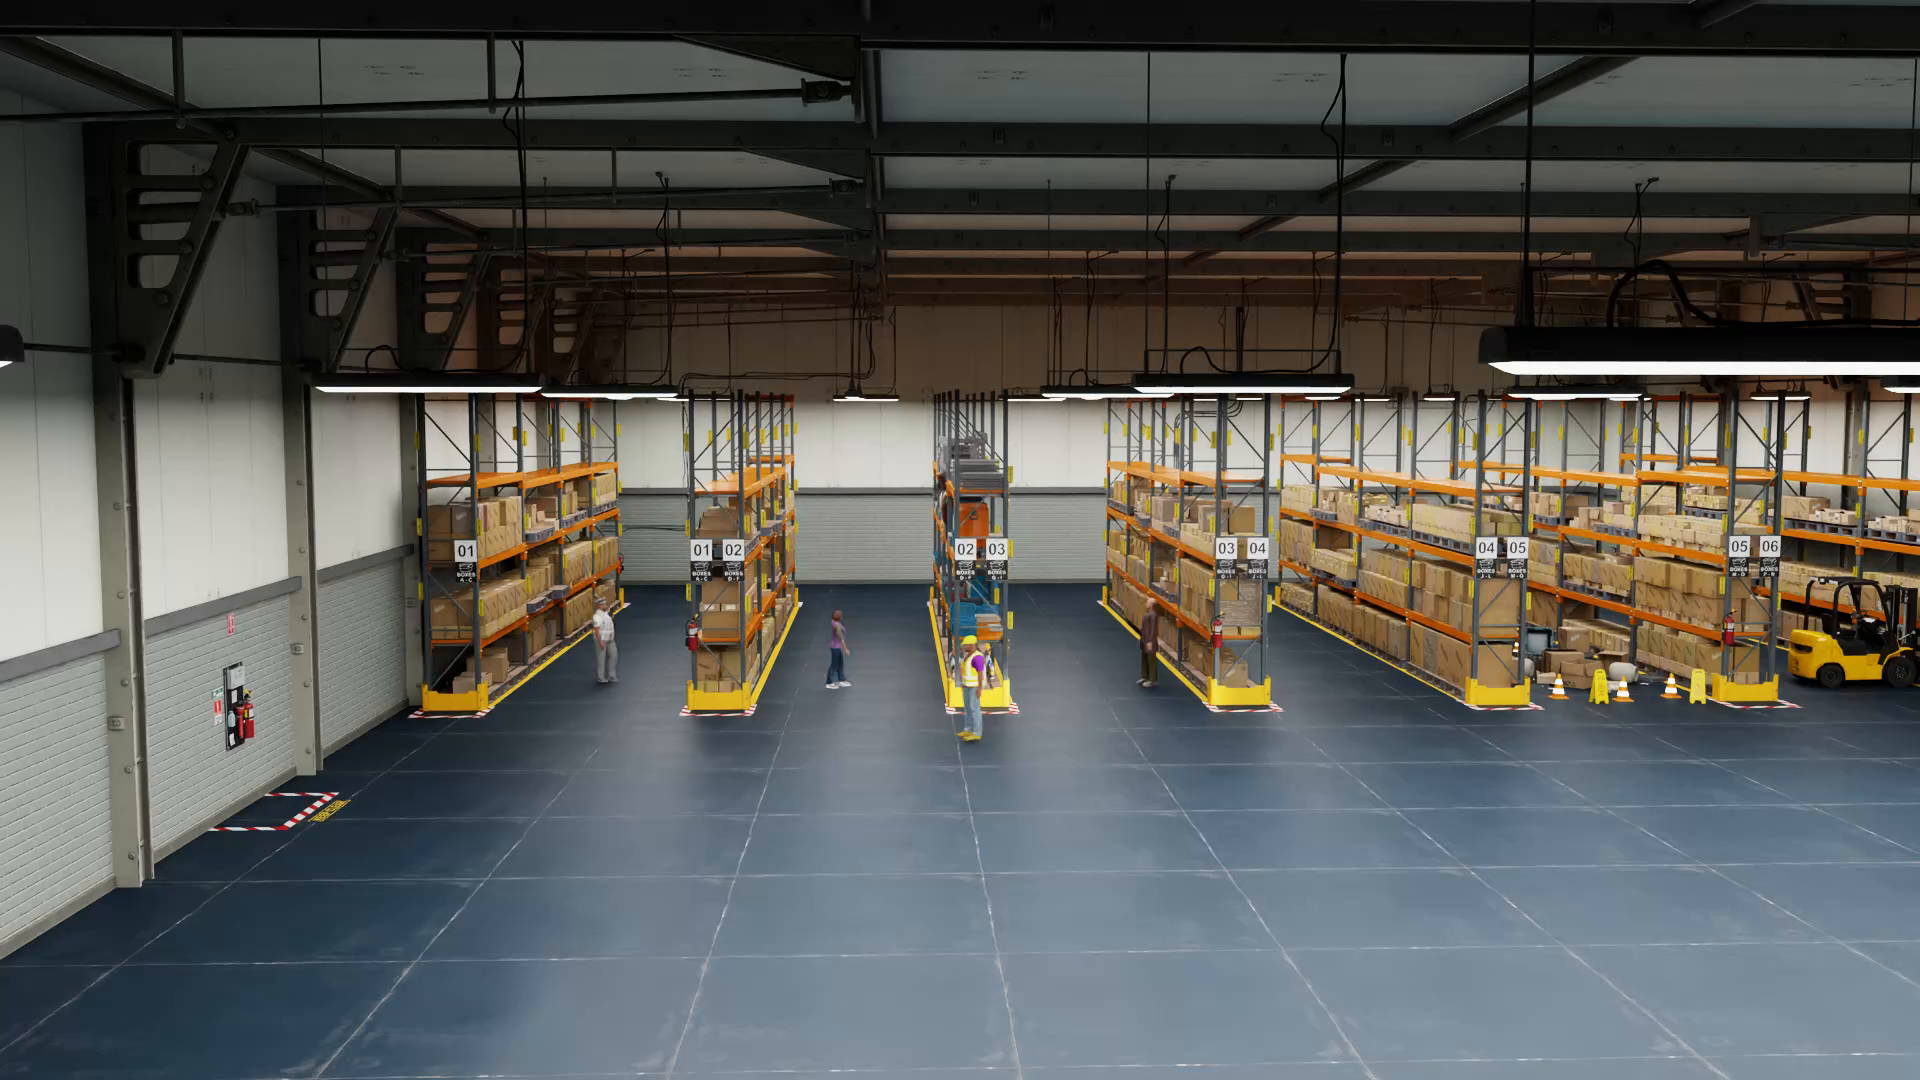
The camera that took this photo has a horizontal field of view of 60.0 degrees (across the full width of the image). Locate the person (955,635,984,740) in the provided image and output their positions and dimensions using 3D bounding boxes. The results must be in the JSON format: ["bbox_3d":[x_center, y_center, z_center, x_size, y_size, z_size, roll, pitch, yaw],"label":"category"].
[{"bbox_3d":[0.165,2.510,28.463,0.429,1.771,0.604,-2,5,-26],"label":"person"}]

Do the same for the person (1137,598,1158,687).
[{"bbox_3d":[3.827,2.065,33.869,0.427,1.785,0.614,-1,5,-18],"label":"person"}]

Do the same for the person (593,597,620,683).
[{"bbox_3d":[-7.329,2.081,34.282,0.480,1.826,0.564,4,6,37],"label":"person"}]

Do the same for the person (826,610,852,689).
[{"bbox_3d":[-2.442,2.199,33.472,0.540,1.585,0.556,0,5,-6],"label":"person"}]
